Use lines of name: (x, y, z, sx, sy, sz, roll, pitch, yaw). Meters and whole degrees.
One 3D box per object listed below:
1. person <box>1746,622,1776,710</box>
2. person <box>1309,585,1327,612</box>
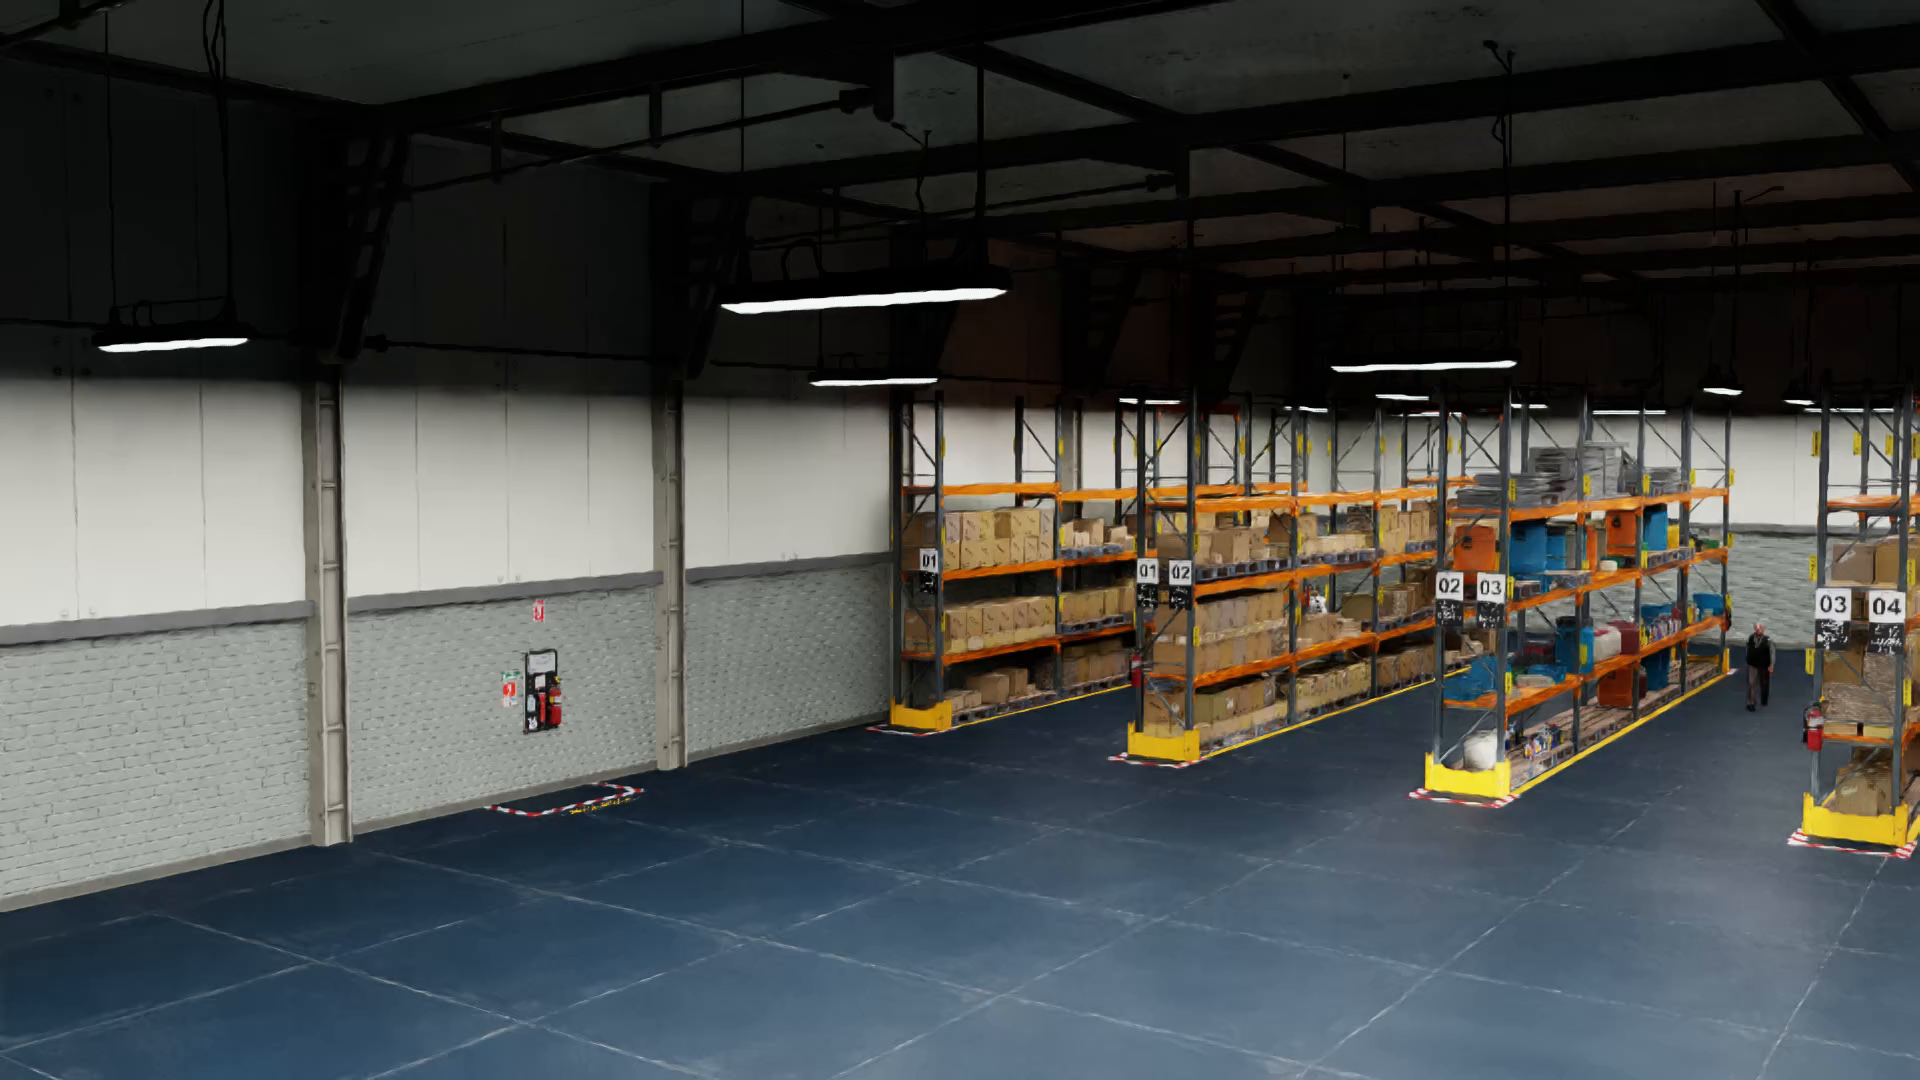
person: (15.225, 2.387, 31.638, 0.553, 1.673, 1.028, 2, 4, 34)
person: (8.709, 1.901, 40.538, 0.502, 1.624, 0.989, 2, 4, 34)
